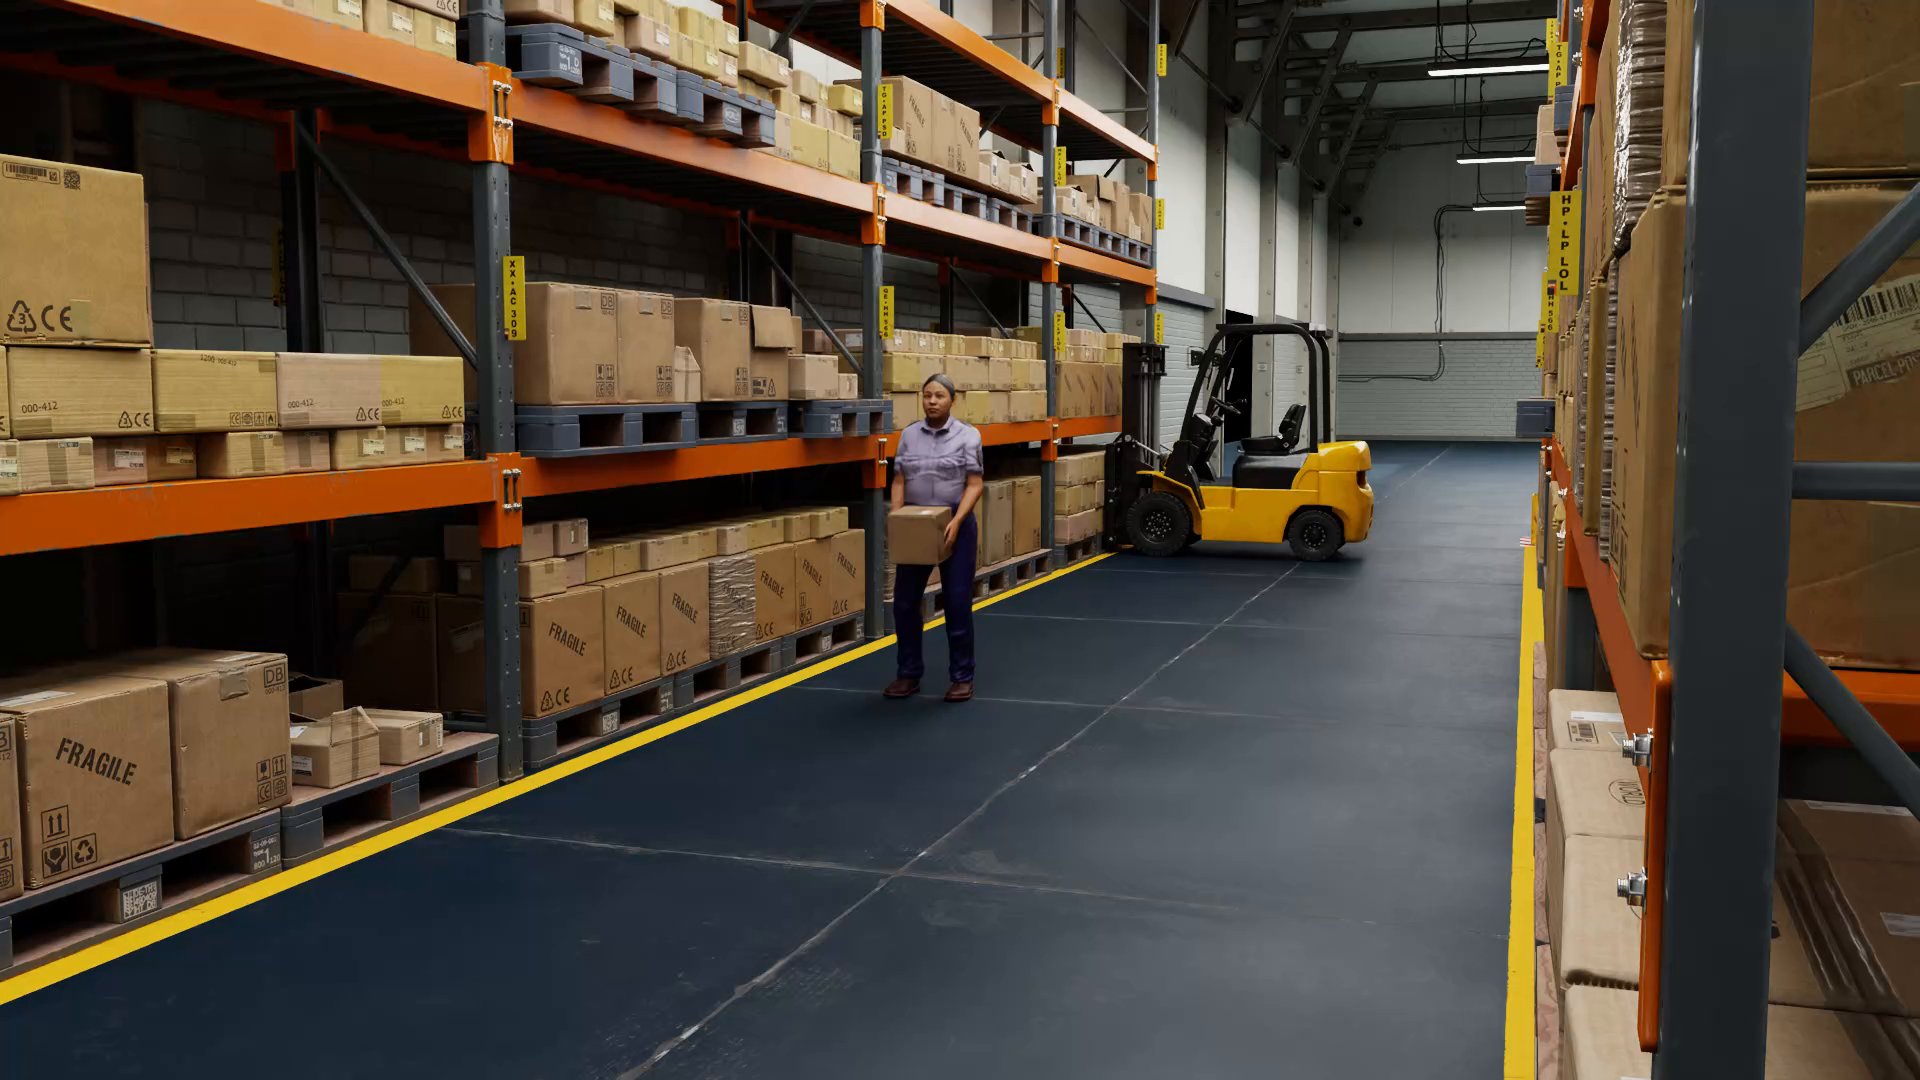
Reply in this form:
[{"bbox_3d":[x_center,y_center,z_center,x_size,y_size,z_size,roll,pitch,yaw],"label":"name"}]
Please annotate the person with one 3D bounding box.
[{"bbox_3d":[-0.120,-0.013,8.509,0.550,1.637,0.367,2,6,18],"label":"person"}]
